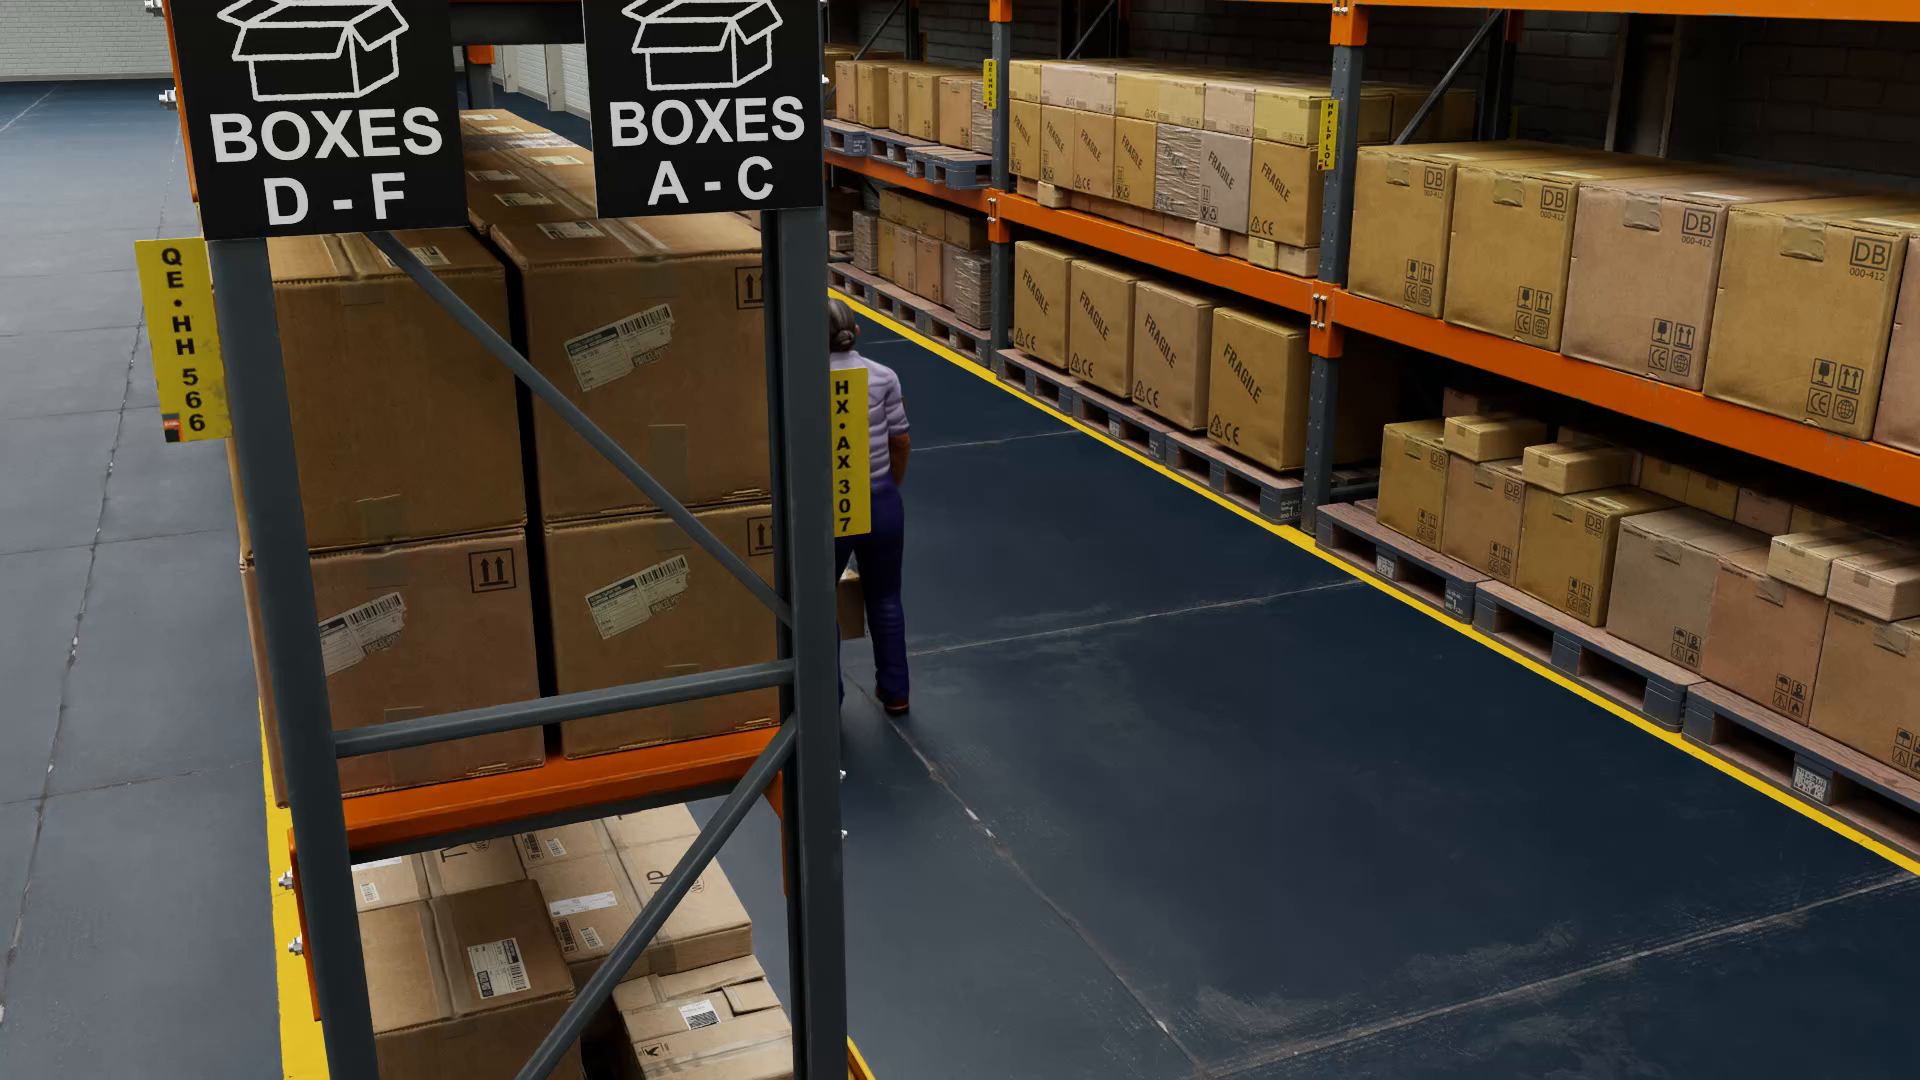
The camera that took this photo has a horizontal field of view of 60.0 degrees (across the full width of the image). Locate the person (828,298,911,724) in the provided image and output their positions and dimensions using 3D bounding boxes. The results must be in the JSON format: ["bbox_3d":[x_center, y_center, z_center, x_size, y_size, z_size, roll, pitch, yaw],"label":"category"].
[{"bbox_3d":[-0.425,-0.097,6.355,0.530,1.654,0.368,-9,21,-24],"label":"person"}]
